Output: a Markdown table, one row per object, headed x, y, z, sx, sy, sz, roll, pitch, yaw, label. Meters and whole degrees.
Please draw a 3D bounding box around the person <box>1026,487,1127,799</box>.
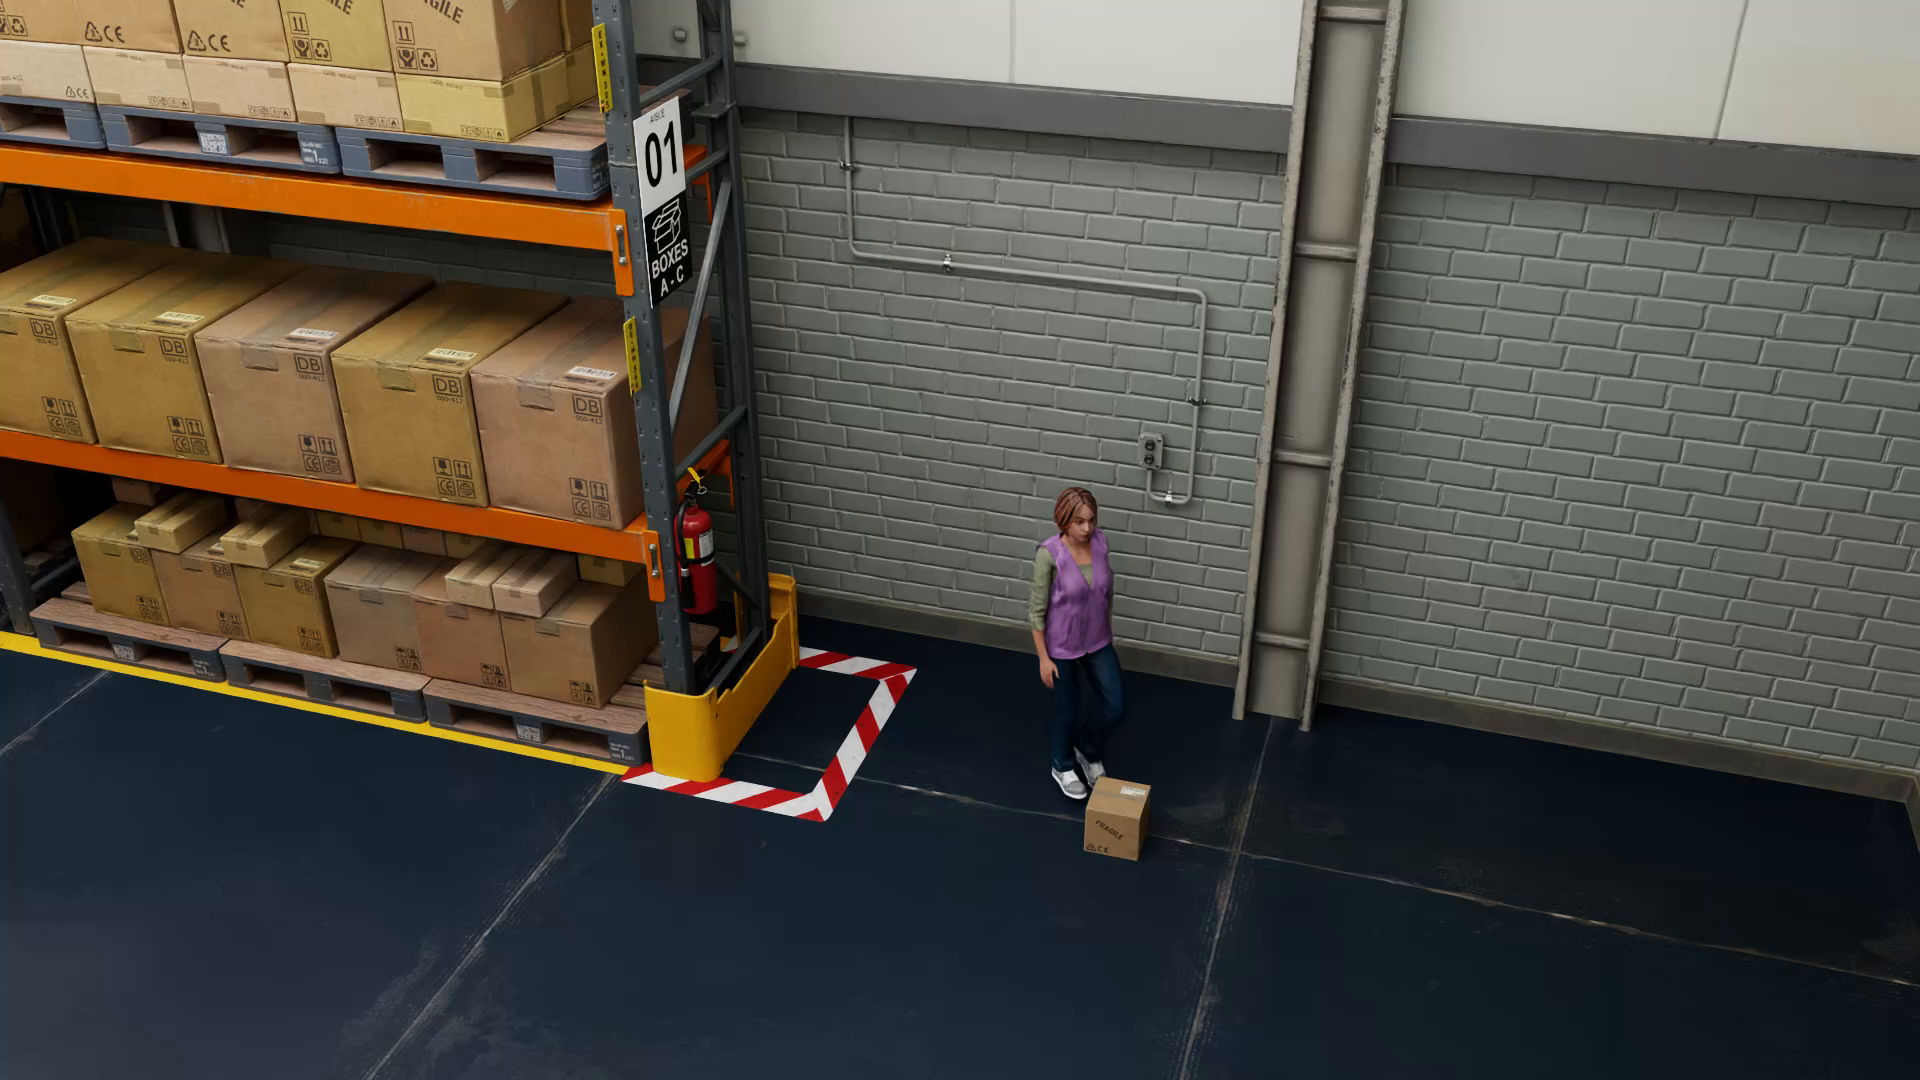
| x | y | z | sx | sy | sz | roll | pitch | yaw | label |
| --- | --- | --- | --- | --- | --- | --- | --- | --- | --- |
| 0.538 | 0.518 | 7.582 | 0.465 | 1.603 | 0.405 | -12 | 32 | -20 | person |
